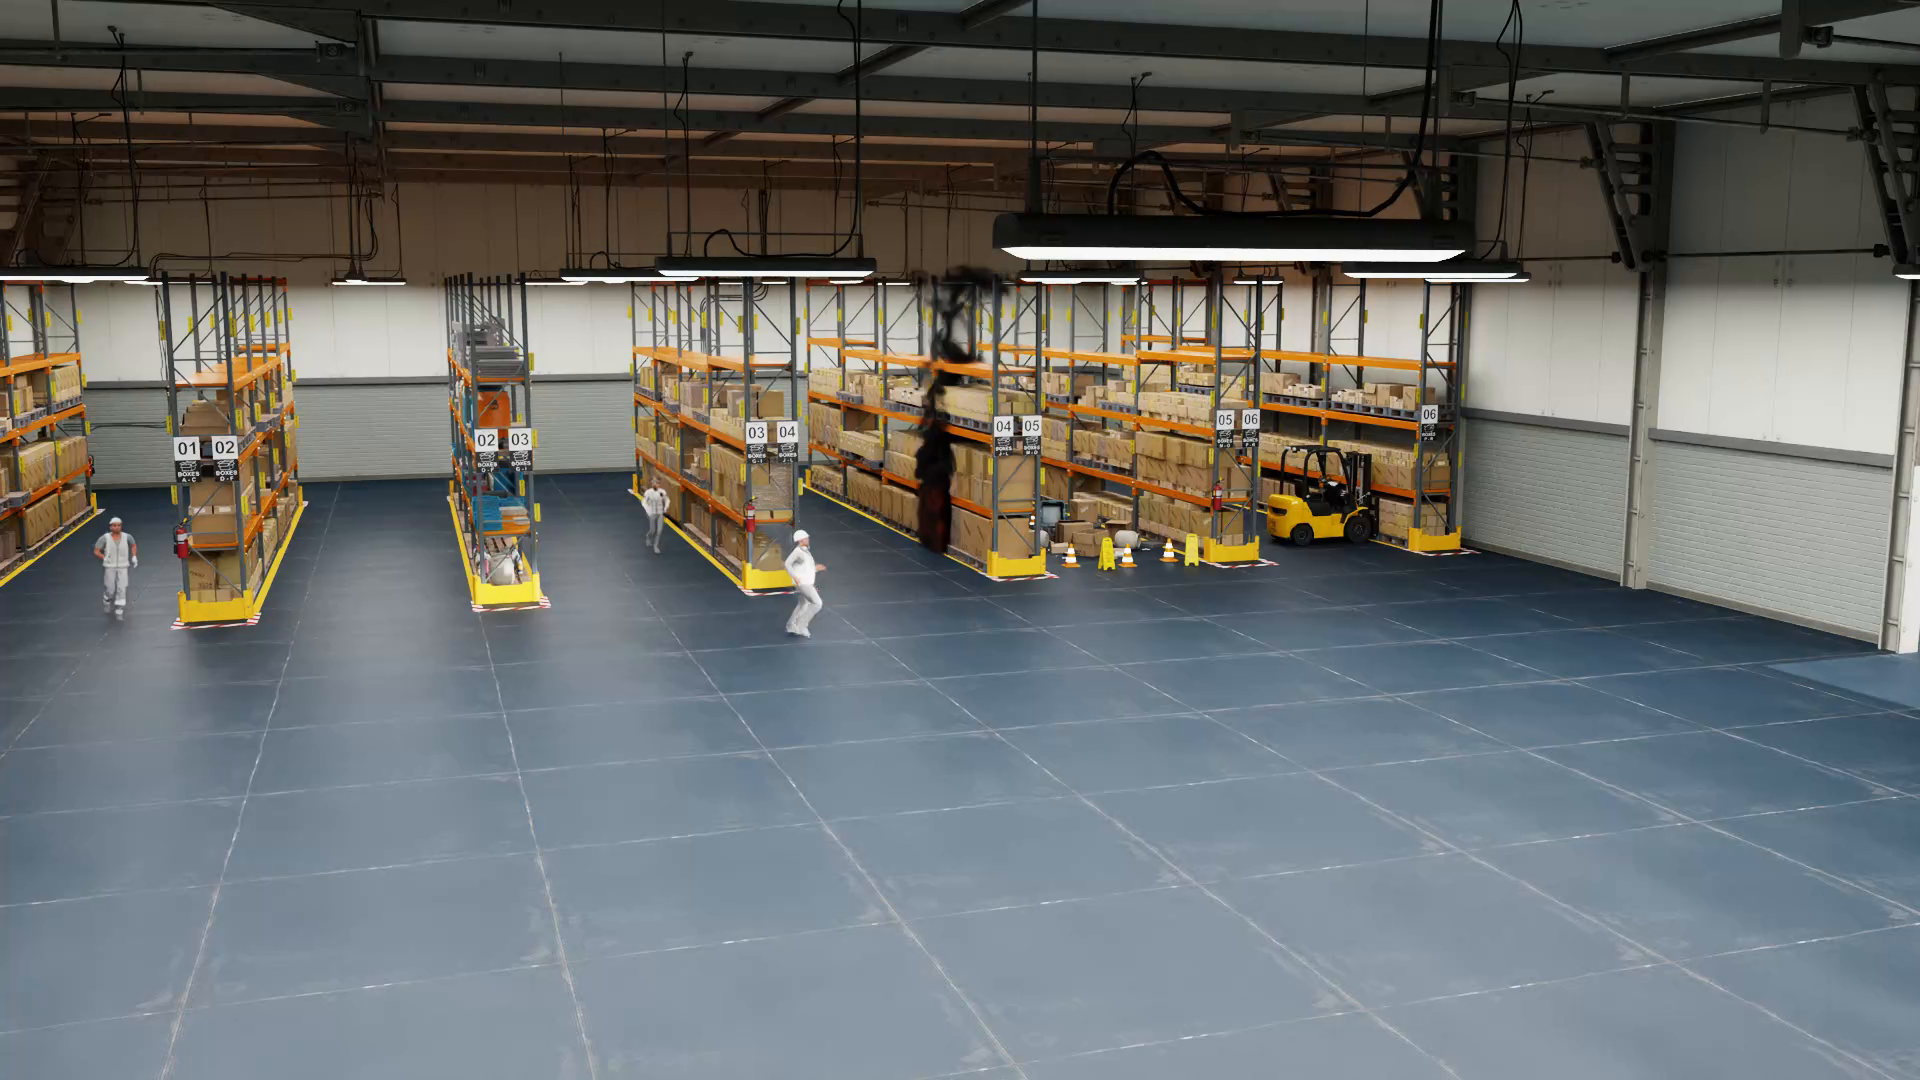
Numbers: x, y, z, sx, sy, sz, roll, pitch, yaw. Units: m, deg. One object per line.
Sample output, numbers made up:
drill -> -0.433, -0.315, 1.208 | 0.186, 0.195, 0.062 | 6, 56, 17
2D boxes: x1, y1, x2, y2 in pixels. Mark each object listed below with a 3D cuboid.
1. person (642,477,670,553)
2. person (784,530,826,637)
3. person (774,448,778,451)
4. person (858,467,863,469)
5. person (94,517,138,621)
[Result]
person -> -6.645, -0.570, 36.421 | 0.615, 1.676, 0.603 | -3, 9, -17
person -> -2.559, 0.722, 27.479 | 0.695, 1.773, 0.634 | 1, 9, 4
person -> -5.393, -2.554, 49.271 | 0.558, 1.706, 0.780 | -3, 9, -20
person -> -2.815, -2.527, 50.181 | 0.835, 1.384, 0.579 | -4, 9, -22
person -> -14.684, 0.485, 28.974 | 0.699, 1.779, 0.876 | -6, 11, -35
